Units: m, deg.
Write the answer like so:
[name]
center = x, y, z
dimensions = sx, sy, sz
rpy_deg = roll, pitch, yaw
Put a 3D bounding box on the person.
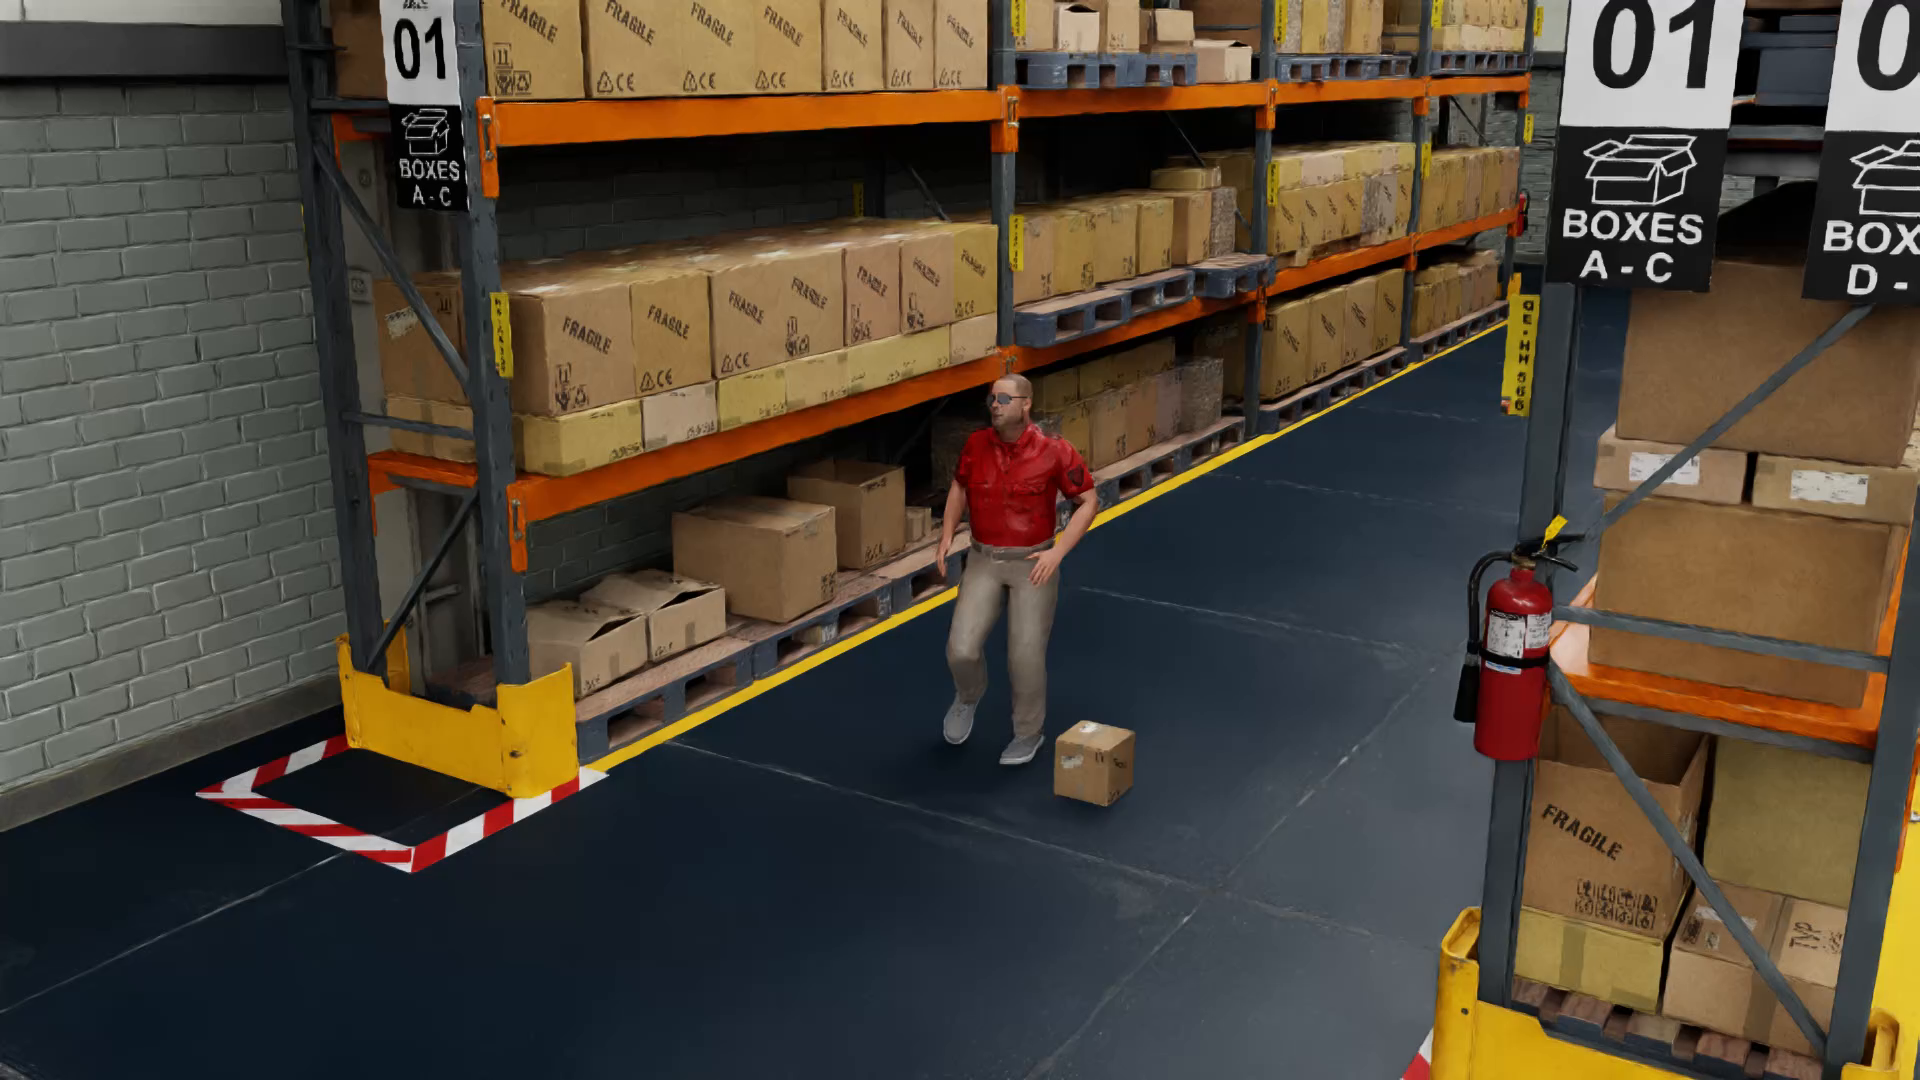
[person]
center = 0.235, 0.133, 7.178
dimensions = 0.706, 1.699, 0.491
rpy_deg = 5, 17, 17
